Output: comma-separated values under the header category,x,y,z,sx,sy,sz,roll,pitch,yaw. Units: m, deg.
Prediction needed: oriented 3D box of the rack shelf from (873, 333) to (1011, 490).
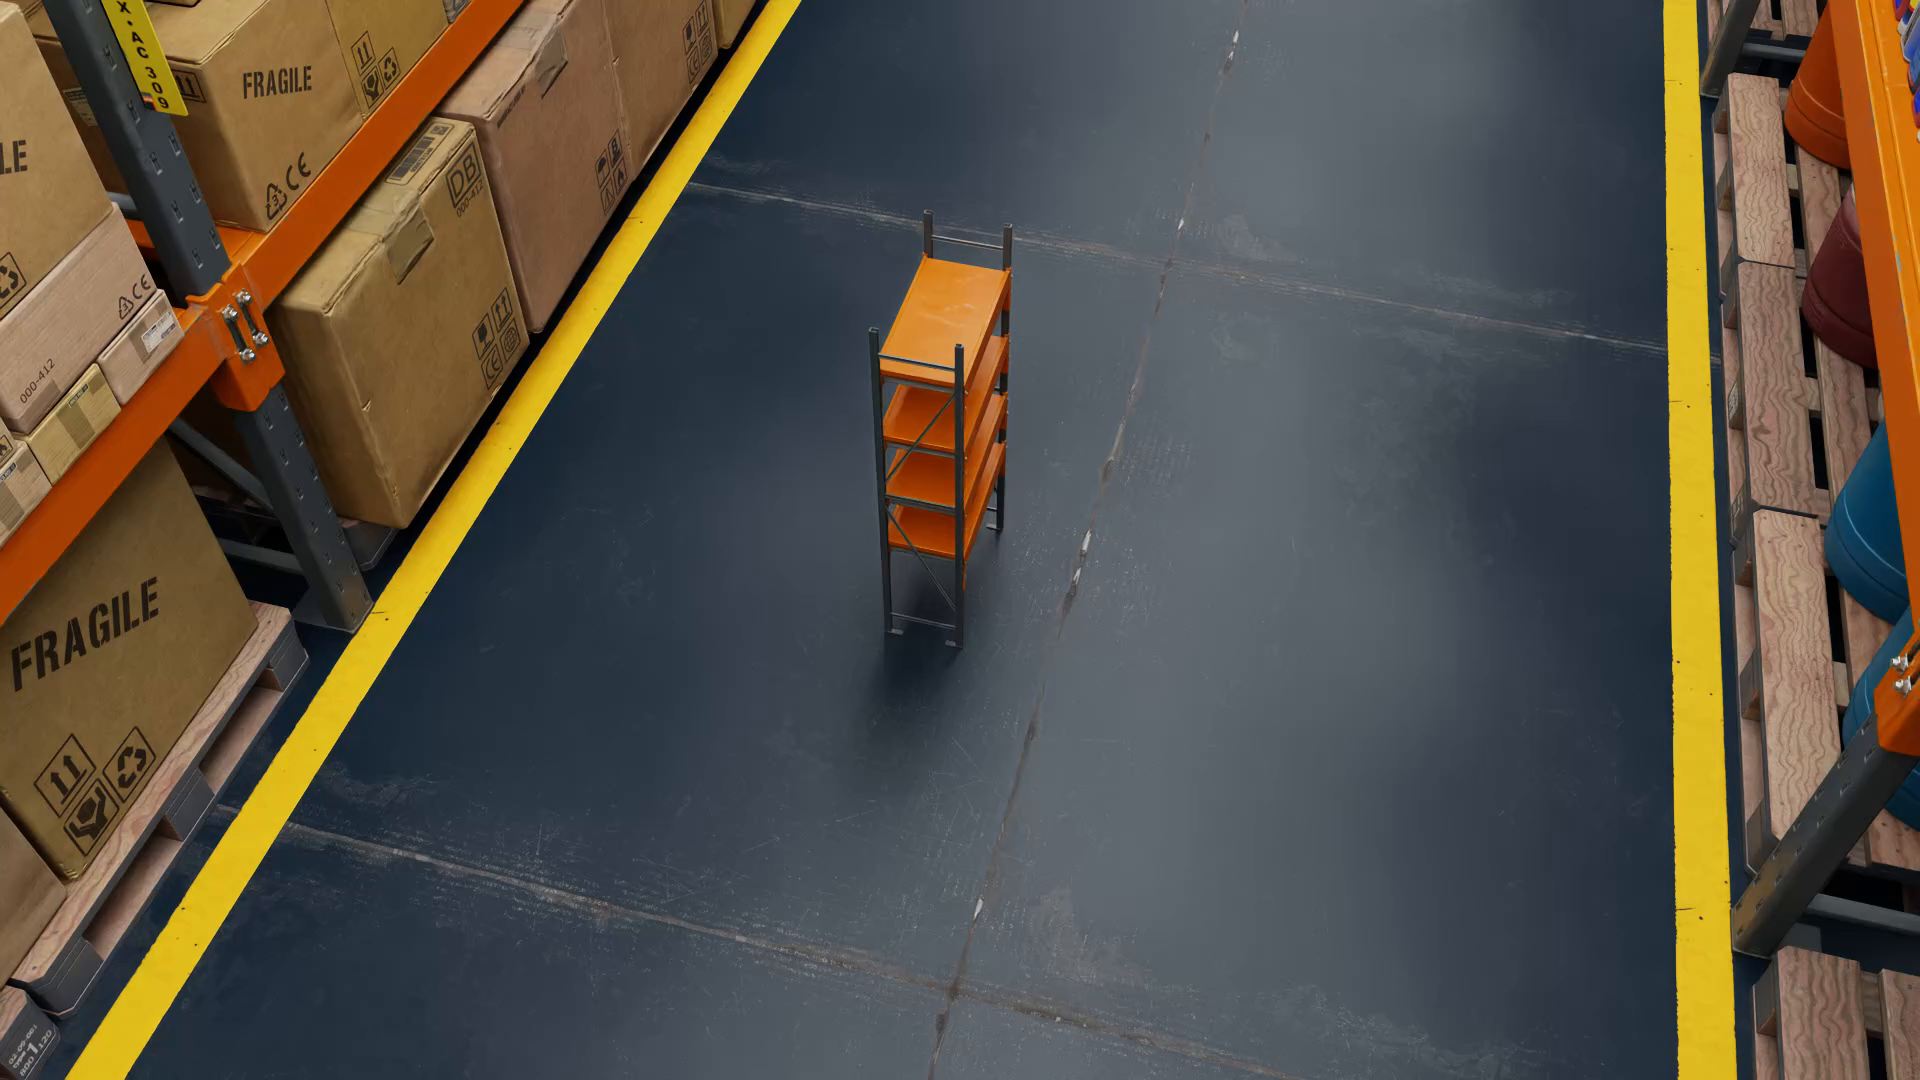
category,x,y,z,sx,sy,sz,roll,pitch,yaw
rack shelf,-0.044,-0.381,4.577,0.258,0.148,0.480,12,50,10

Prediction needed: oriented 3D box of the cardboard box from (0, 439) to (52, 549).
category,x,y,z,sx,sy,sz,roll,pitch,yaw
cardboard box,-2.182,-0.107,3.511,0.380,0.149,0.250,11,49,9

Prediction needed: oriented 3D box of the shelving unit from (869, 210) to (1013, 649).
category,x,y,z,sx,sy,sz,roll,pitch,yaw
shelving unit,-0.044,-0.277,4.694,0.258,1.200,0.503,12,50,10

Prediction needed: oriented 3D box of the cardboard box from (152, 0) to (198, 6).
category,x,y,z,sx,sy,sz,roll,pitch,yaw
cardboard box,-2.123,-1.676,3.993,0.797,0.503,0.637,10,49,9

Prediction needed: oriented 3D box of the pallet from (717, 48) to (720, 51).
category,x,y,z,sx,sy,sz,roll,pitch,yaw
pallet,-1.510,-2.262,7.106,1.003,0.211,1.213,12,50,10

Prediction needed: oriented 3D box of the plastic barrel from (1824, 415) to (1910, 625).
category,x,y,z,sx,sy,sz,roll,pitch,yaw
plastic barrel,2.842,-0.217,4.560,0.600,0.901,0.708,12,50,10

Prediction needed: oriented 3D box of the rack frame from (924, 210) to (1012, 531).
category,x,y,z,sx,sy,sz,roll,pitch,yaw
rack frame,0.021,-0.454,4.850,0.240,1.200,0.015,12,50,10

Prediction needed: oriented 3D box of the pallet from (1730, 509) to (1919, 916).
category,x,y,z,sx,sy,sz,roll,pitch,yaw
pallet,2.739,0.503,4.665,1.003,0.211,1.213,12,50,10

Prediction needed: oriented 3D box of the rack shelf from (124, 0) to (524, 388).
category,x,y,z,sx,sy,sz,roll,pitch,yaw
rack shelf,-1.756,-2.056,5.543,1.077,0.370,4.000,12,50,10

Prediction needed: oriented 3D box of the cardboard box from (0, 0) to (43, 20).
category,x,y,z,sx,sy,sz,roll,pitch,yaw
cardboard box,-2.423,-1.272,4.306,0.500,0.500,0.500,12,50,10

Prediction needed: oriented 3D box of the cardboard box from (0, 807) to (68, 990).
category,x,y,z,sx,sy,sz,roll,pitch,yaw
cardboard box,-2.770,0.830,3.654,0.875,0.875,0.875,12,50,10

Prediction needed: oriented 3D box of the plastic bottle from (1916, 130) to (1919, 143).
category,x,y,z,sx,sy,sz,roll,pitch,yaw
plastic bottle,2.617,-1.136,4.385,0.097,0.201,0.097,0,49,0

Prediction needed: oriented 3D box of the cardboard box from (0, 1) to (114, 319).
category,x,y,z,sx,sy,sz,roll,pitch,yaw
cardboard box,-2.146,-0.759,3.321,0.500,0.500,0.500,13,50,11

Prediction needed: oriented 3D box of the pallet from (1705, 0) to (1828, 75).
category,x,y,z,sx,sy,sz,roll,pitch,yaw
pallet,3.790,-2.393,7.221,1.003,0.211,1.213,12,50,10

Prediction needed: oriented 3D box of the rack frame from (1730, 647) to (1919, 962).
category,x,y,z,sx,sy,sz,roll,pitch,yaw
rack frame,2.496,0.130,3.134,1.000,3.000,0.127,12,50,10

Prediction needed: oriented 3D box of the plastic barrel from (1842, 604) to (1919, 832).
category,x,y,z,sx,sy,sz,roll,pitch,yaw
plastic barrel,2.655,0.296,4.108,0.600,0.901,0.708,12,50,10

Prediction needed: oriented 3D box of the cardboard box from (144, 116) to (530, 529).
category,x,y,z,sx,sy,sz,roll,pitch,yaw
cardboard box,-2.134,-0.750,5.048,1.225,0.875,0.875,12,50,10

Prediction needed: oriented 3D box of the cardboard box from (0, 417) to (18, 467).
category,x,y,z,sx,sy,sz,roll,pitch,yaw
cardboard box,-2.280,-0.150,3.283,0.500,0.250,0.500,13,50,11

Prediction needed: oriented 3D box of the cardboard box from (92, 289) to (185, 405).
category,x,y,z,sx,sy,sz,roll,pitch,yaw
cardboard box,-2.047,-0.479,3.840,0.380,0.149,0.250,12,50,10

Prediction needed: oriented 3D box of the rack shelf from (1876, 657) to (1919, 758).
category,x,y,z,sx,sy,sz,roll,pitch,yaw
rack shelf,1.969,1.815,2.127,1.077,0.370,4.000,12,50,10

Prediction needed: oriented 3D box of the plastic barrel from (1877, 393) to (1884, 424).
category,x,y,z,sx,sy,sz,roll,pitch,yaw
plastic barrel,3.076,-0.479,5.051,0.421,0.512,0.421,0,49,0

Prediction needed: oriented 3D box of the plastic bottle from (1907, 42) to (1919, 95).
category,x,y,z,sx,sy,sz,roll,pitch,yaw
plastic bottle,2.712,-1.380,4.500,0.144,0.351,0.185,12,50,10

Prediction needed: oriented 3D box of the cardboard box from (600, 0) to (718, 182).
category,x,y,z,sx,sy,sz,roll,pitch,yaw
cardboard box,-1.674,-2.038,6.185,1.225,0.875,0.875,12,50,10

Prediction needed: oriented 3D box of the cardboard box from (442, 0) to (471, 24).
category,x,y,z,sx,sy,sz,roll,pitch,yaw
cardboard box,-1.657,-1.889,4.850,0.500,0.500,0.500,11,49,9

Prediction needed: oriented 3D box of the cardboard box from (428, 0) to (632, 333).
category,x,y,z,sx,sy,sz,roll,pitch,yaw
cardboard box,-1.899,-1.396,5.619,1.225,0.875,0.875,10,49,9

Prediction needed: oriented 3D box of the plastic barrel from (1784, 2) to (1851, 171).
category,x,y,z,sx,sy,sz,roll,pitch,yaw
plastic barrel,3.436,-1.827,6.029,0.600,0.830,0.708,12,50,10

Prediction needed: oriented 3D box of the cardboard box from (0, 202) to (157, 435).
category,x,y,z,sx,sy,sz,roll,pitch,yaw
cardboard box,-2.146,-0.525,3.614,0.500,0.250,0.500,11,49,9

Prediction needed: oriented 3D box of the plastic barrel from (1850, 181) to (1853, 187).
category,x,y,z,sx,sy,sz,roll,pitch,yaw
plastic barrel,3.374,-1.295,5.772,0.421,0.512,0.421,0,49,0

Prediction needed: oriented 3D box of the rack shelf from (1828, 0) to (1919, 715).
category,x,y,z,sx,sy,sz,roll,pitch,yaw
rack shelf,3.022,-1.078,4.681,1.077,0.370,4.000,12,50,10

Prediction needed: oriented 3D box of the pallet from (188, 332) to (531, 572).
category,x,y,z,sx,sy,sz,roll,pitch,yaw
pallet,-2.152,-0.497,5.548,1.003,0.211,1.213,12,50,10

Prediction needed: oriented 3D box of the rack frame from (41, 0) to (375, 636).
category,x,y,z,sx,sy,sz,roll,pitch,yaw
rack frame,-2.283,-0.847,3.997,1.000,3.000,0.127,12,50,10

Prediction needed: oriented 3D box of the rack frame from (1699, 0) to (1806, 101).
category,x,y,z,sx,sy,sz,roll,pitch,yaw
rack frame,3.548,-2.763,5.688,1.000,3.000,0.127,12,50,10

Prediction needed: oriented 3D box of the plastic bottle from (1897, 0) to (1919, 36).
category,x,y,z,sx,sy,sz,roll,pitch,yaw
plastic bottle,2.762,-1.557,4.710,0.097,0.271,0.097,0,49,0

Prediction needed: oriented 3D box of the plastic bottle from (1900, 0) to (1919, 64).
category,x,y,z,sx,sy,sz,roll,pitch,yaw
plastic bottle,2.758,-1.470,4.629,0.152,0.276,0.135,12,50,10

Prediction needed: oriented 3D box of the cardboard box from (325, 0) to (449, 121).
category,x,y,z,sx,sy,sz,roll,pitch,yaw
cardboard box,-1.789,-1.527,4.531,0.500,0.500,0.500,12,50,10

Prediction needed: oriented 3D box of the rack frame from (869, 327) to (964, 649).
category,x,y,z,sx,sy,sz,roll,pitch,yaw
rack frame,-0.108,-0.101,4.539,0.240,1.200,0.015,12,50,10

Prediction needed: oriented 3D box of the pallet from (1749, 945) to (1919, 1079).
category,x,y,z,sx,sy,sz,roll,pitch,yaw
pallet,2.340,1.593,3.704,1.003,0.211,1.213,12,50,10

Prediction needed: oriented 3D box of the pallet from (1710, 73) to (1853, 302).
category,x,y,z,sx,sy,sz,roll,pitch,yaw
pallet,3.381,-1.262,6.223,1.003,0.211,1.213,12,50,10

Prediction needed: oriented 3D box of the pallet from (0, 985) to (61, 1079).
category,x,y,z,sx,sy,sz,roll,pitch,yaw
pallet,-2.877,1.495,3.789,1.003,0.211,1.213,12,50,10

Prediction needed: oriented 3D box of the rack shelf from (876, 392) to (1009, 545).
category,x,y,z,sx,sy,sz,roll,pitch,yaw
rack shelf,-0.044,-0.233,4.745,0.258,0.148,0.480,12,50,10

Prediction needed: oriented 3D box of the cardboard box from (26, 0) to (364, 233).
category,x,y,z,sx,sy,sz,roll,pitch,yaw
cardboard box,-1.920,-1.164,4.210,0.500,0.500,0.500,12,50,10

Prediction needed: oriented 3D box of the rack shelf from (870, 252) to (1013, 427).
category,x,y,z,sx,sy,sz,roll,pitch,yaw
rack shelf,-0.044,-0.537,4.400,0.258,0.148,0.480,12,50,10

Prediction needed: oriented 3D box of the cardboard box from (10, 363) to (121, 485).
category,x,y,z,sx,sy,sz,roll,pitch,yaw
cardboard box,-2.115,-0.292,3.675,0.380,0.149,0.250,12,50,11

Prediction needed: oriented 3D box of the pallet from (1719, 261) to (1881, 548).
category,x,y,z,sx,sy,sz,roll,pitch,yaw
pallet,3.058,-0.382,5.446,1.003,0.211,1.213,12,50,10

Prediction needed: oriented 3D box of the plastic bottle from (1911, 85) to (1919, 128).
category,x,y,z,sx,sy,sz,roll,pitch,yaw
plastic bottle,2.630,-1.250,4.431,0.061,0.283,0.133,12,50,10

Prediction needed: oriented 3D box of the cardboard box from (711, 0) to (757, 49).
category,x,y,z,sx,sy,sz,roll,pitch,yaw
cardboard box,-1.432,-2.681,6.753,1.225,0.875,0.875,9,49,8

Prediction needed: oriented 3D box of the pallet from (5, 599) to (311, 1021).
category,x,y,z,sx,sy,sz,roll,pitch,yaw
pallet,-2.558,0.610,4.571,1.003,0.211,1.213,12,50,10

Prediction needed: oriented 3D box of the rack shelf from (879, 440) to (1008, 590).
category,x,y,z,sx,sy,sz,roll,pitch,yaw
rack shelf,-0.044,-0.101,4.894,0.258,0.148,0.480,12,50,10

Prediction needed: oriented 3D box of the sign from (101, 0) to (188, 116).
category,x,y,z,sx,sy,sz,roll,pitch,yaw
sign,-1.747,-1.051,3.547,0.100,0.325,0.005,12,50,10

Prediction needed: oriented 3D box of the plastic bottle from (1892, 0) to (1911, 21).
category,x,y,z,sx,sy,sz,roll,pitch,yaw
plastic bottle,2.775,-1.648,4.782,0.061,0.283,0.133,12,50,10

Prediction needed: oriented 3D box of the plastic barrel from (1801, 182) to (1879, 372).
category,x,y,z,sx,sy,sz,roll,pitch,yaw
plastic barrel,3.139,-0.930,5.398,0.600,0.588,0.708,12,50,10

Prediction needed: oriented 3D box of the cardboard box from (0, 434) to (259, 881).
category,x,y,z,sx,sy,sz,roll,pitch,yaw
cardboard box,-2.534,0.179,4.229,0.875,0.875,0.875,12,50,10

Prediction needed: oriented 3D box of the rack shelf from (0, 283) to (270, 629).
category,x,y,z,sx,sy,sz,roll,pitch,yaw
rack shelf,-2.809,0.838,2.990,1.077,0.370,4.000,12,50,10
